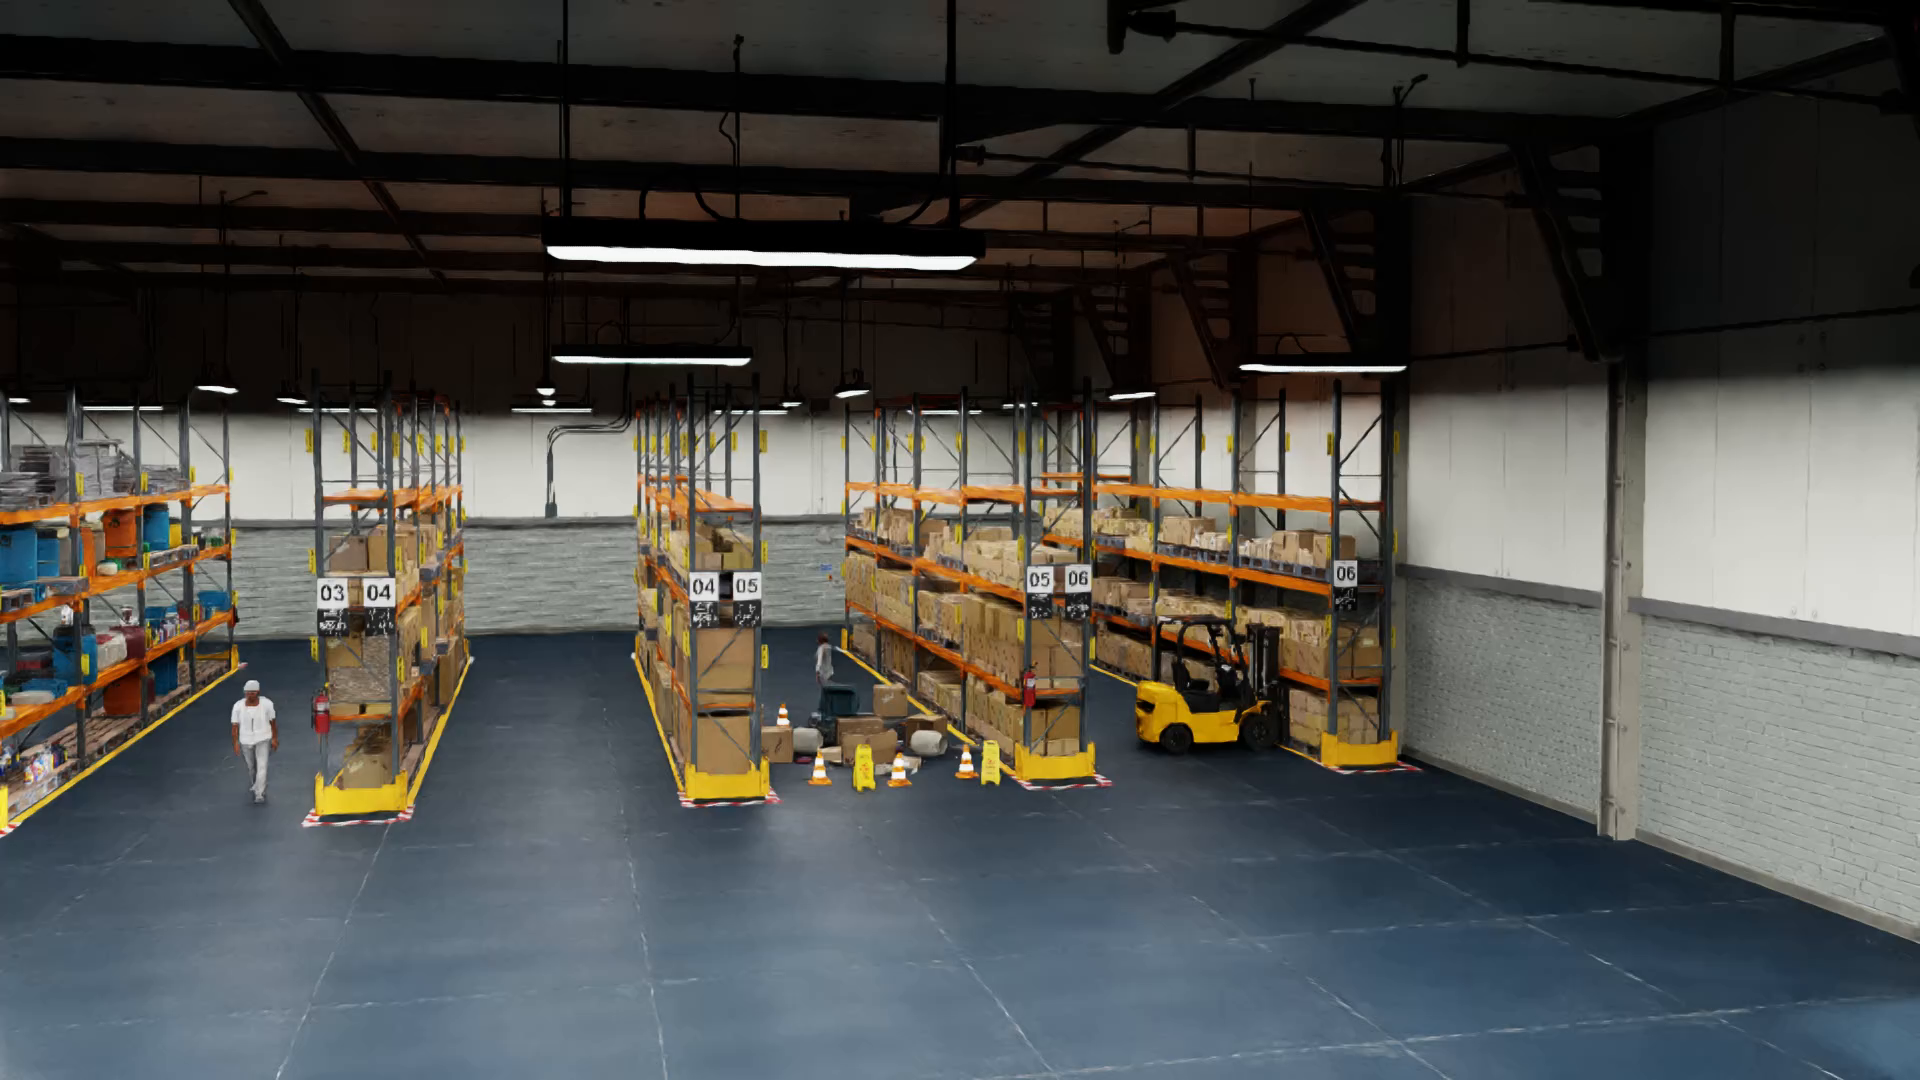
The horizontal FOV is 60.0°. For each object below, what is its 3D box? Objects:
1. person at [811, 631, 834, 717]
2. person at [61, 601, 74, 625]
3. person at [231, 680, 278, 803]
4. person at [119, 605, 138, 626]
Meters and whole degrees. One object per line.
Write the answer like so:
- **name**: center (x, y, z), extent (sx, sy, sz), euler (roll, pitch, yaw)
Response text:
- **person**: center (-2.489, 2.449, 30.189), extent (0.527, 1.592, 0.522), euler (1, 3, 17)
- **person**: center (-19.549, 2.054, 36.536), extent (0.423, 1.667, 0.602), euler (0, 3, 5)
- **person**: center (-9.925, 2.797, 23.352), extent (0.577, 1.691, 1.121), euler (-1, 3, -11)
- **person**: center (-17.086, 2.168, 34.356), extent (0.585, 1.695, 0.978), euler (0, 3, 8)
